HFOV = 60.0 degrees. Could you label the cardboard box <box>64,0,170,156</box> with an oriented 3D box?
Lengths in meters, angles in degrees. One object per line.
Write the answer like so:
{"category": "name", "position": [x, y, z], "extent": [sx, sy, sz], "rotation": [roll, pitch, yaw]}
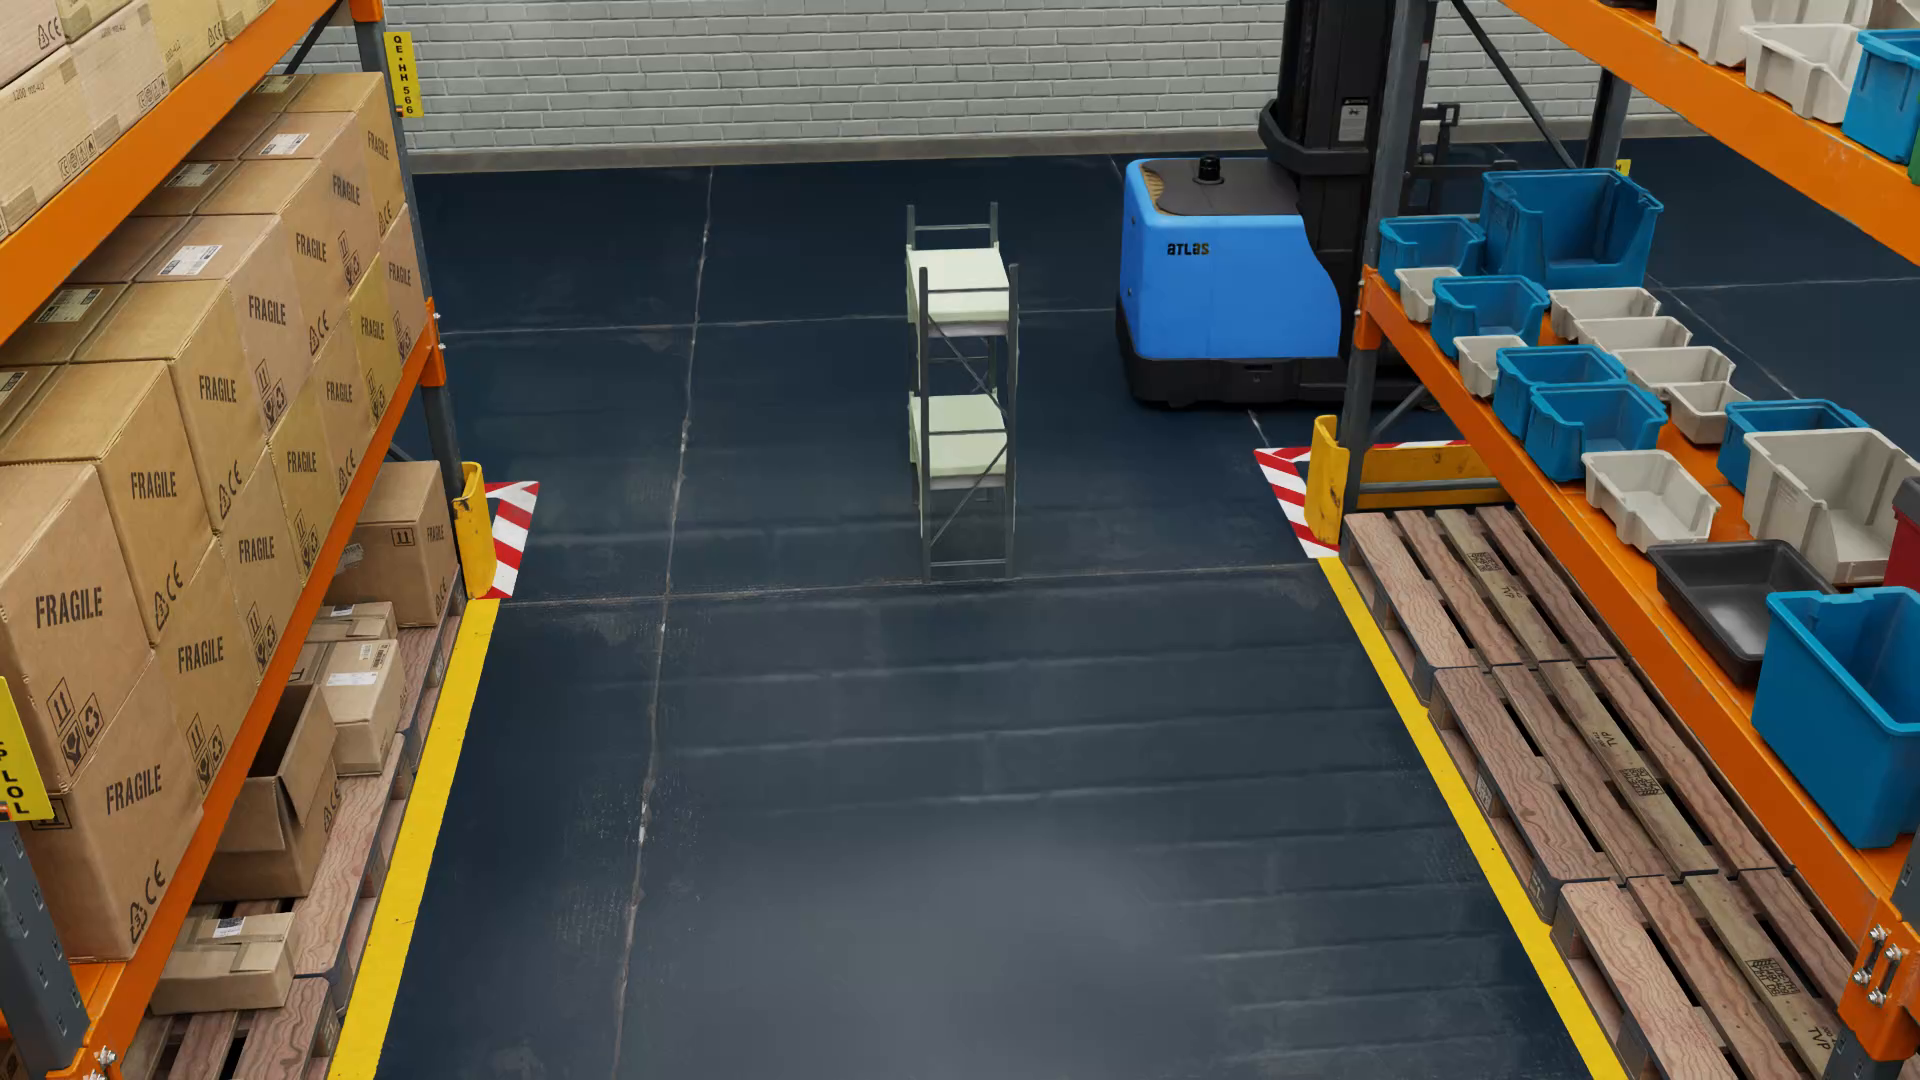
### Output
{"category": "cardboard box", "position": [-2.197, -1.082, 3.858], "extent": [0.500, 0.250, 0.500], "rotation": [-3, 31, -5]}

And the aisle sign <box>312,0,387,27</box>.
{"category": "aisle sign", "position": [-2.385, -2.296, 6.133], "extent": [0.394, 0.787, 0.004], "rotation": [-3, 31, -5]}

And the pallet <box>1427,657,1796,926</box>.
{"category": "pallet", "position": [2.398, 0.876, 6.078], "extent": [1.003, 0.211, 1.213], "rotation": [-3, 31, -5]}

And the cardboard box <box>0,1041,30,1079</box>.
{"category": "cardboard box", "position": [-2.645, 1.519, 4.290], "extent": [0.500, 0.500, 0.500], "rotation": [-3, 31, -5]}

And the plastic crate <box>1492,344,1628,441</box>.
{"category": "plastic crate", "position": [2.067, -0.505, 5.776], "extent": [0.416, 0.233, 0.300], "rotation": [-3, 31, -5]}

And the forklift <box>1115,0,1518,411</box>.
{"category": "forklift", "position": [2.427, -2.224, 8.615], "extent": [3.031, 2.935, 1.130], "rotation": [-1, 31, -1]}

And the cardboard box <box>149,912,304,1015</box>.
{"category": "cardboard box", "position": [-2.224, 1.274, 5.026], "extent": [0.380, 0.166, 0.250], "rotation": [-3, 31, -5]}

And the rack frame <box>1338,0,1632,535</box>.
{"category": "rack frame", "position": [2.249, -1.366, 7.111], "extent": [1.000, 3.000, 0.127], "rotation": [-3, 31, -5]}

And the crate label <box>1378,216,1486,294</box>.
{"category": "crate label", "position": [1.944, -1.178, 6.901], "extent": [0.416, 0.233, 0.303], "rotation": [-3, 31, -5]}

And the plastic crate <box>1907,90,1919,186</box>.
{"category": "plastic crate", "position": [2.282, -0.722, 3.315], "extent": [0.450, 0.188, 0.662], "rotation": [-3, 31, -5]}

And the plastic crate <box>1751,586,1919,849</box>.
{"category": "plastic crate", "position": [2.239, 0.436, 4.052], "extent": [0.392, 0.384, 0.575], "rotation": [-3, 31, -5]}

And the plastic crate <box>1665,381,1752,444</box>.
{"category": "plastic crate", "position": [2.614, -0.430, 5.744], "extent": [0.298, 0.136, 0.250], "rotation": [-3, 31, -5]}

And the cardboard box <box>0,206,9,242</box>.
{"category": "cardboard box", "position": [-2.109, -0.571, 3.003], "extent": [0.500, 0.250, 0.500], "rotation": [-3, 31, -5]}

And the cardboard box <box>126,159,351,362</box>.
{"category": "cardboard box", "position": [-2.267, -0.866, 5.202], "extent": [0.500, 0.500, 0.500], "rotation": [-2, 31, -3]}

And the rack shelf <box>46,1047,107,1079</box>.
{"category": "rack shelf", "position": [-2.123, 2.242, 1.773], "extent": [1.077, 0.370, 4.000], "rotation": [-3, 31, -5]}

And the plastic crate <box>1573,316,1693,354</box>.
{"category": "plastic crate", "position": [2.518, -0.722, 6.232], "extent": [0.396, 0.136, 0.243], "rotation": [-3, 31, -5]}

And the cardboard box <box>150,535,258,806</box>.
{"category": "cardboard box", "position": [-2.137, 0.335, 4.167], "extent": [0.500, 0.500, 0.500], "rotation": [-2, 31, -4]}

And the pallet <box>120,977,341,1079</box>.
{"category": "pallet", "position": [-2.373, 1.759, 4.600], "extent": [1.003, 0.211, 1.213], "rotation": [-3, 31, -5]}

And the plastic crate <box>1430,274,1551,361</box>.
{"category": "plastic crate", "position": [2.006, -0.841, 6.338], "extent": [0.416, 0.233, 0.300], "rotation": [-3, 31, -5]}

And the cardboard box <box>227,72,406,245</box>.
{"category": "cardboard box", "position": [-2.368, -1.388, 6.076], "extent": [0.500, 0.500, 0.500], "rotation": [-3, 31, -5]}

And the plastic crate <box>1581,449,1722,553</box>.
{"category": "plastic crate", "position": [2.161, -0.111, 5.209], "extent": [0.293, 0.136, 0.466], "rotation": [-3, 31, -5]}

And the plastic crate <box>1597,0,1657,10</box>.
{"category": "plastic crate", "position": [2.118, -1.833, 5.030], "extent": [0.504, 0.338, 0.767], "rotation": [-3, 31, -5]}

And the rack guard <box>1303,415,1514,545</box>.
{"category": "rack guard", "position": [2.234, -0.304, 7.772], "extent": [1.175, 0.500, 0.348], "rotation": [-3, 31, -5]}

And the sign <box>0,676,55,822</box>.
{"category": "sign", "position": [-1.757, 0.387, 3.049], "extent": [0.100, 0.325, 0.005], "rotation": [-3, 31, -5]}

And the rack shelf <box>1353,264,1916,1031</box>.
{"category": "rack shelf", "position": [2.436, -0.036, 5.586], "extent": [1.077, 0.370, 4.000], "rotation": [-3, 31, -5]}

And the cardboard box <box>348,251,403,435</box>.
{"category": "cardboard box", "position": [-2.318, -0.693, 5.887], "extent": [0.500, 0.500, 0.500], "rotation": [-2, 31, -4]}

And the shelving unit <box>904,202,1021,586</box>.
{"category": "shelving unit", "position": [0.001, -0.640, 7.360], "extent": [0.431, 1.500, 0.755], "rotation": [-3, 31, -5]}

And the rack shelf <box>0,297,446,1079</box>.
{"category": "rack shelf", "position": [-2.496, 0.200, 5.192], "extent": [1.077, 0.370, 4.000], "rotation": [-3, 31, -5]}

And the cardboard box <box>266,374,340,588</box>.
{"category": "cardboard box", "position": [-2.230, -0.180, 5.030], "extent": [0.500, 0.500, 0.500], "rotation": [-3, 31, -5]}

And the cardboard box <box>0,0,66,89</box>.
{"category": "cardboard box", "position": [-2.156, -1.041, 3.302], "extent": [0.500, 0.250, 0.500], "rotation": [-3, 31, -5]}

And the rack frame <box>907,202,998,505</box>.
{"category": "rack frame", "position": [-0.034, -0.827, 7.673], "extent": [0.400, 1.500, 0.023], "rotation": [-3, 31, -5]}

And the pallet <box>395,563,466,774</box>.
{"category": "pallet", "position": [-2.601, 0.513, 6.686], "extent": [1.003, 0.211, 1.213], "rotation": [-3, 31, -5]}

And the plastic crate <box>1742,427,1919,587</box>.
{"category": "plastic crate", "position": [2.663, -0.087, 5.027], "extent": [0.437, 0.282, 0.530], "rotation": [-3, 31, -5]}

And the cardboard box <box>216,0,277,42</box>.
{"category": "cardboard box", "position": [-2.277, -1.593, 4.714], "extent": [0.500, 0.250, 0.500], "rotation": [-3, 31, -5]}

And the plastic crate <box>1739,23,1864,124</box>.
{"category": "plastic crate", "position": [2.125, -1.129, 4.047], "extent": [0.293, 0.136, 0.466], "rotation": [-3, 31, -5]}

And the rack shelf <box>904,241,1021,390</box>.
{"category": "rack shelf", "position": [0.001, -0.976, 7.160], "extent": [0.431, 0.370, 0.720], "rotation": [-3, 31, -5]}

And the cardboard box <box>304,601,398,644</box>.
{"category": "cardboard box", "position": [-2.439, 0.374, 6.532], "extent": [0.380, 0.166, 0.250], "rotation": [-3, 31, -5]}

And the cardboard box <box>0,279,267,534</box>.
{"category": "cardboard box", "position": [-2.170, -0.340, 4.322], "extent": [0.500, 0.500, 0.500], "rotation": [-4, 31, -6]}

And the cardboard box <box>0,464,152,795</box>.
{"category": "cardboard box", "position": [-2.073, 0.186, 3.441], "extent": [0.500, 0.500, 0.500], "rotation": [-2, 31, -3]}
